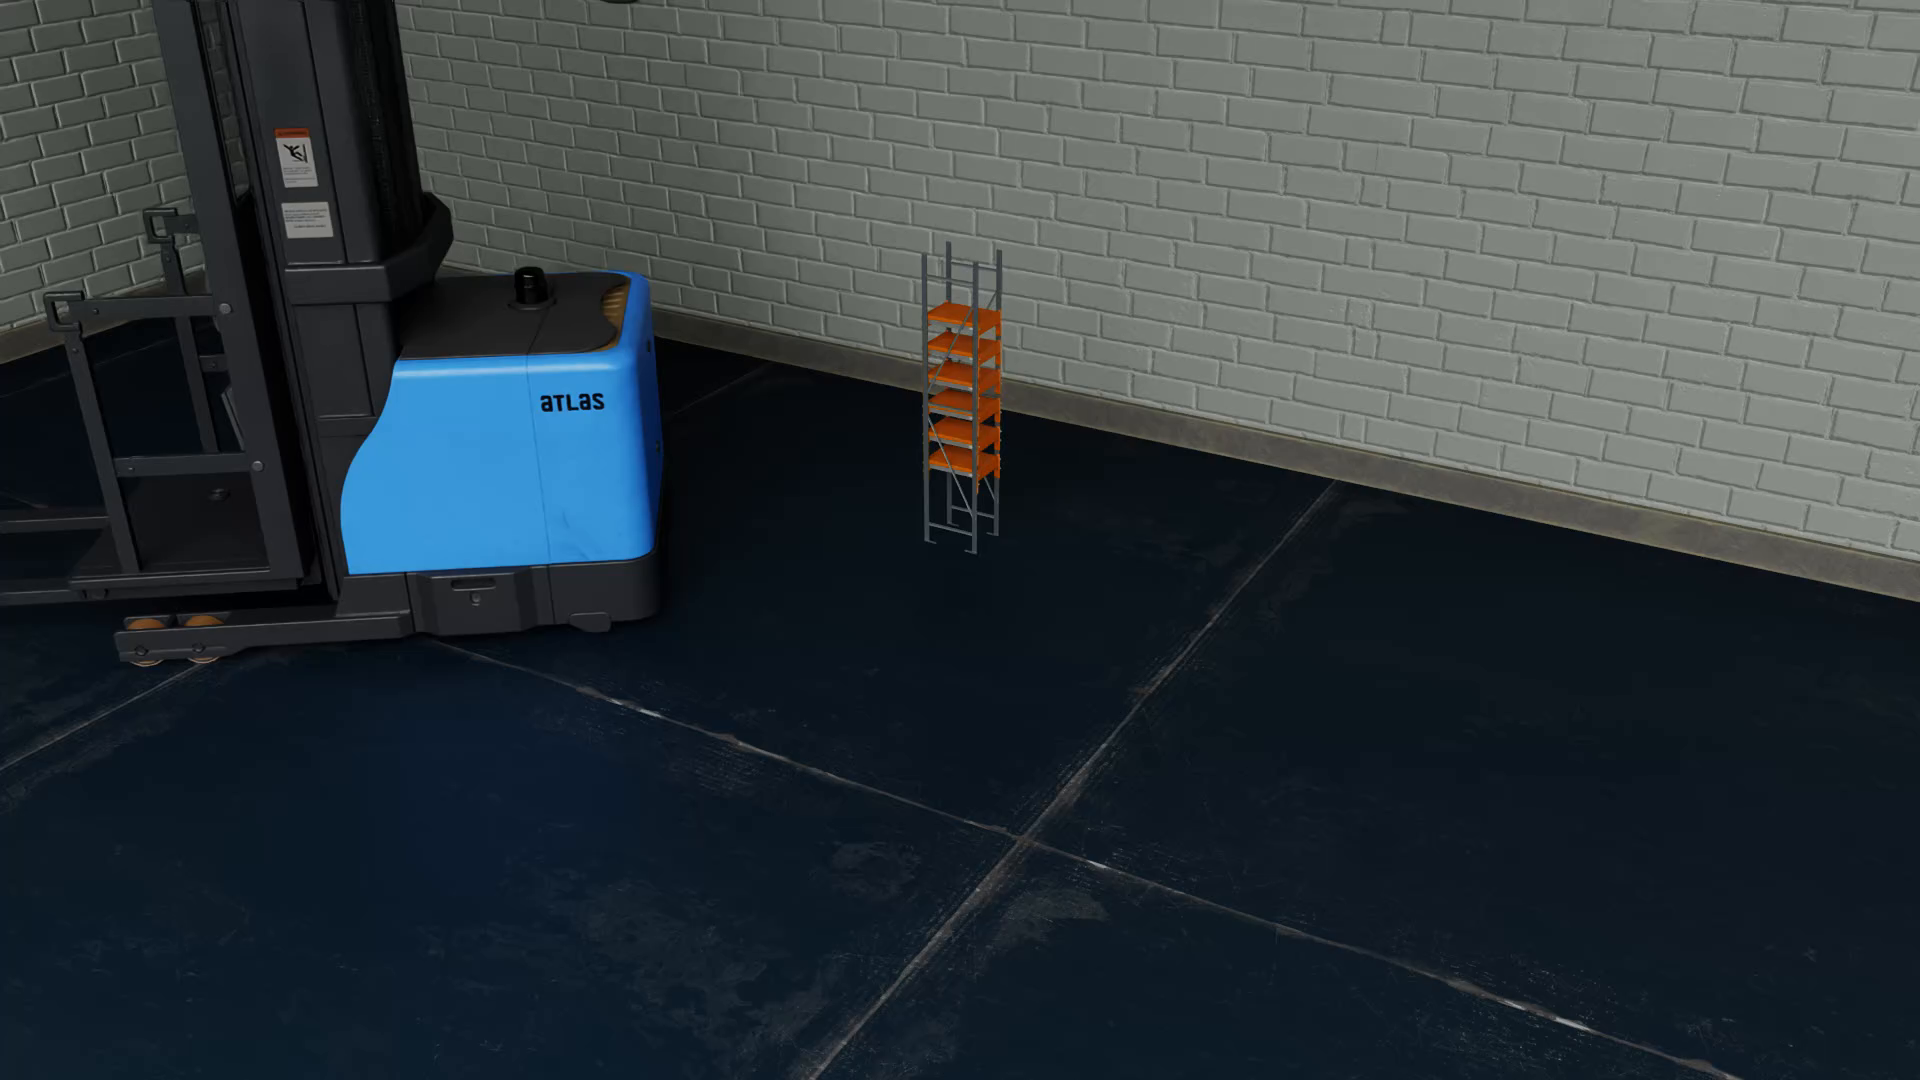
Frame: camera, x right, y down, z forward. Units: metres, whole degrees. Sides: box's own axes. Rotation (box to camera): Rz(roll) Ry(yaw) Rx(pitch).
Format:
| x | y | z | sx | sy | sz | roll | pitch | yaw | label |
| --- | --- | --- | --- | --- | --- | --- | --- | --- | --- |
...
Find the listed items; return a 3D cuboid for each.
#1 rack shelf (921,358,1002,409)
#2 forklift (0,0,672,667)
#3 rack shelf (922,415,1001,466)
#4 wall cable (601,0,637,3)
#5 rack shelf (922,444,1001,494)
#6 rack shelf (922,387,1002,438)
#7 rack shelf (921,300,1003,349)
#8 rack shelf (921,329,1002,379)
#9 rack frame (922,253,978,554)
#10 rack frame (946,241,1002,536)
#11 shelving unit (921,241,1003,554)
| x | y | z | sx | sy | sz | roll | pitch | yaw | label |
| --- | --- | --- | --- | --- | --- | --- | --- | --- | --- |
| 0.007 | -0.610 | 6.459 | 0.258 | 0.103 | 0.180 | 14 | 30 | 26 | rack shelf |
| -2.645 | -1.115 | 5.703 | 3.031 | 2.935 | 1.130 | -3 | 27 | -6 | forklift |
| 0.007 | -0.395 | 6.566 | 0.258 | 0.103 | 0.180 | 14 | 30 | 26 | rack shelf |
| -2.713 | -3.989 | 8.135 | 3.097 | 2.526 | 0.112 | 14 | 30 | 26 | wall cable |
| 0.007 | -0.288 | 6.620 | 0.258 | 0.103 | 0.180 | 14 | 30 | 26 | rack shelf |
| 0.007 | -0.502 | 6.513 | 0.258 | 0.103 | 0.180 | 14 | 30 | 26 | rack shelf |
| 0.007 | -0.824 | 6.351 | 0.258 | 0.103 | 0.180 | 14 | 30 | 26 | rack shelf |
| 0.007 | -0.717 | 6.405 | 0.258 | 0.103 | 0.180 | 14 | 30 | 26 | rack shelf |
| -0.038 | -0.507 | 6.421 | 0.240 | 1.200 | 0.006 | 14 | 30 | 26 | rack frame |
| 0.052 | -0.578 | 6.564 | 0.240 | 1.200 | 0.006 | 14 | 30 | 26 | rack frame |
| 0.007 | -0.542 | 6.493 | 0.258 | 1.200 | 0.189 | 14 | 30 | 26 | shelving unit |
